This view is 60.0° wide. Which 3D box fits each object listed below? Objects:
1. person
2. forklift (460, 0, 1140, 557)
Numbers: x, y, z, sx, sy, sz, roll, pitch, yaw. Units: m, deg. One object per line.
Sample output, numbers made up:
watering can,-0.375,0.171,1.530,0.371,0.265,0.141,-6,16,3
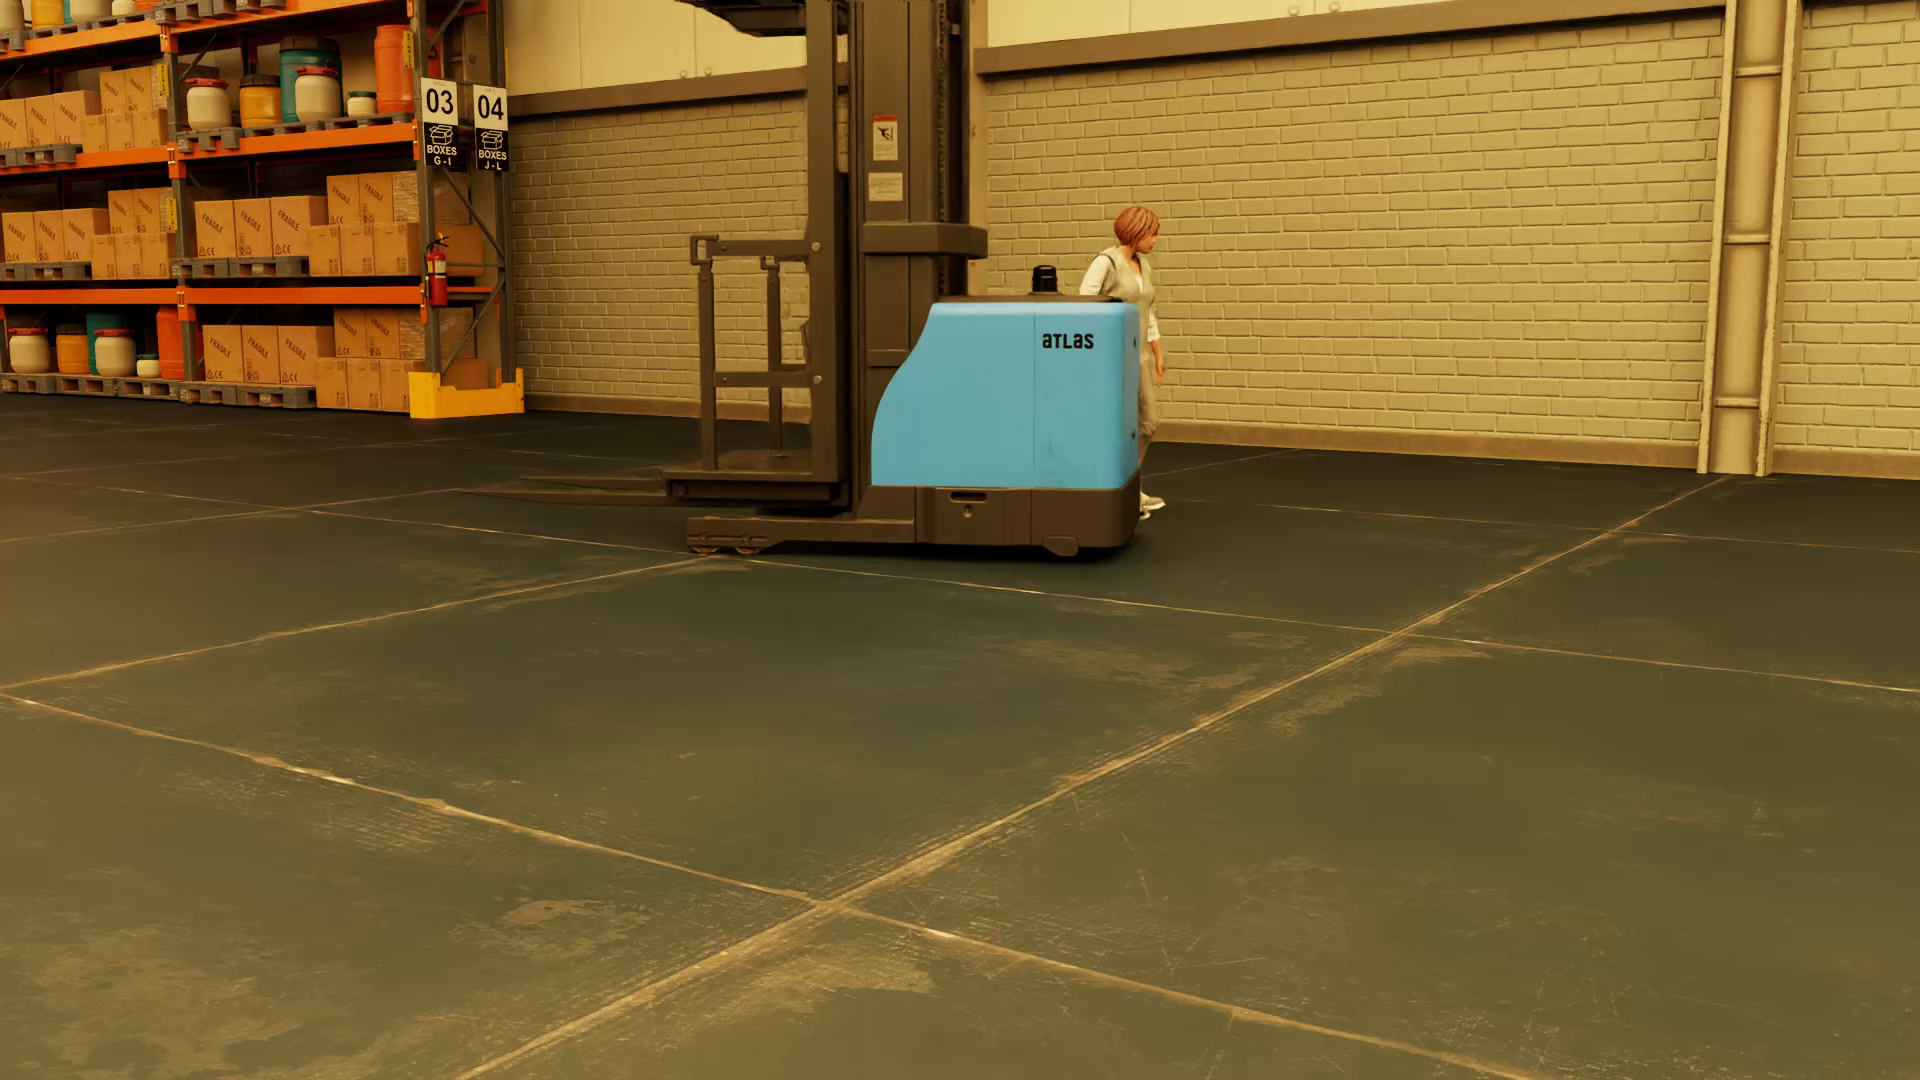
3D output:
person,0.837,-0.894,8.405,0.429,1.552,0.686,8,11,44
forklift,-0.728,-1.457,7.439,3.031,2.935,1.130,1,8,10
